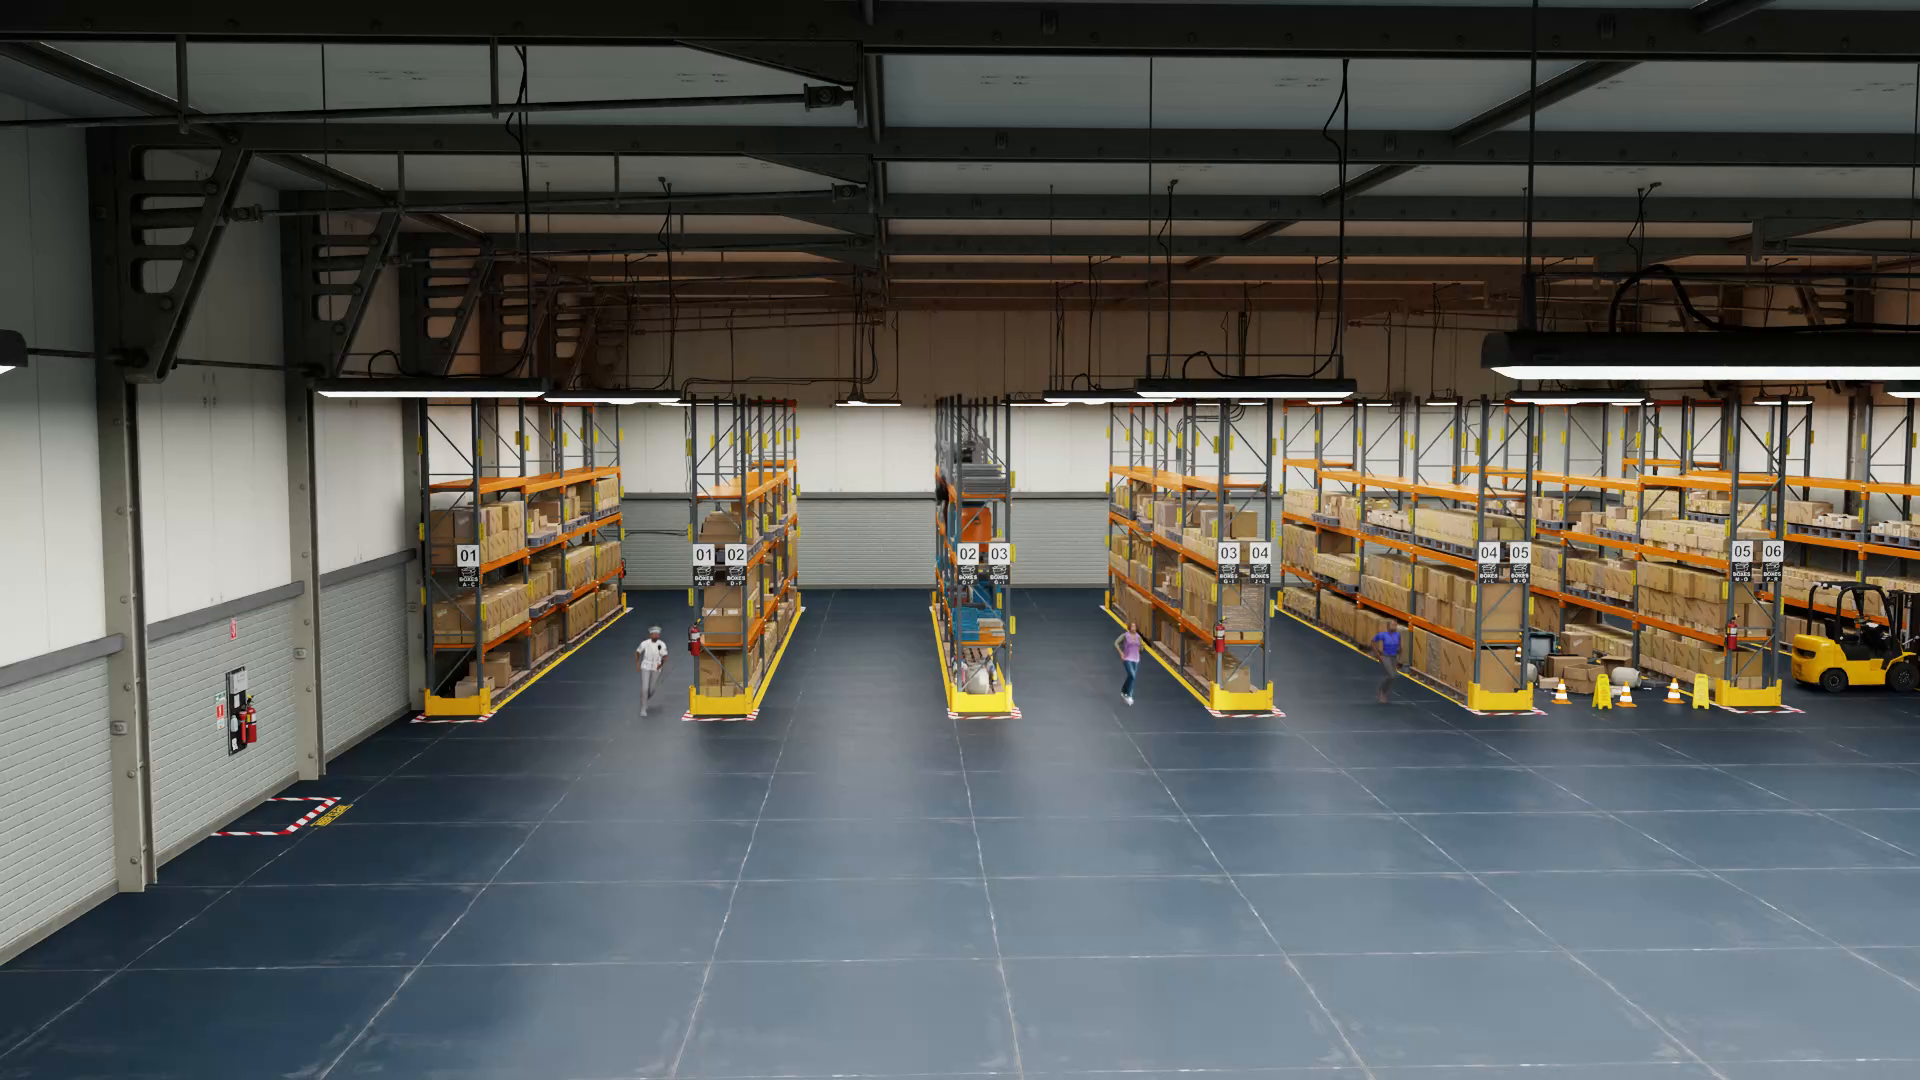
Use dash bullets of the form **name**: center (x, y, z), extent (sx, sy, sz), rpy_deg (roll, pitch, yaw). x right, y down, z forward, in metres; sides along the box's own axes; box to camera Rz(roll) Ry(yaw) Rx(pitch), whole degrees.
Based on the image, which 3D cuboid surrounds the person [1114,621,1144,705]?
- **person**: center (3.324, 2.383, 32.374), extent (0.514, 1.637, 0.707), rpy_deg (-2, 5, -25)

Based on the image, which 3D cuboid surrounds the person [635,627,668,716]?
- **person**: center (-5.818, 2.453, 31.363), extent (0.615, 1.674, 0.746), rpy_deg (-1, 5, -15)

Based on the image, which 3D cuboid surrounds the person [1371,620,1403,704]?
- **person**: center (8.346, 2.362, 32.355), extent (0.565, 1.636, 0.699), rpy_deg (-2, 5, -23)
